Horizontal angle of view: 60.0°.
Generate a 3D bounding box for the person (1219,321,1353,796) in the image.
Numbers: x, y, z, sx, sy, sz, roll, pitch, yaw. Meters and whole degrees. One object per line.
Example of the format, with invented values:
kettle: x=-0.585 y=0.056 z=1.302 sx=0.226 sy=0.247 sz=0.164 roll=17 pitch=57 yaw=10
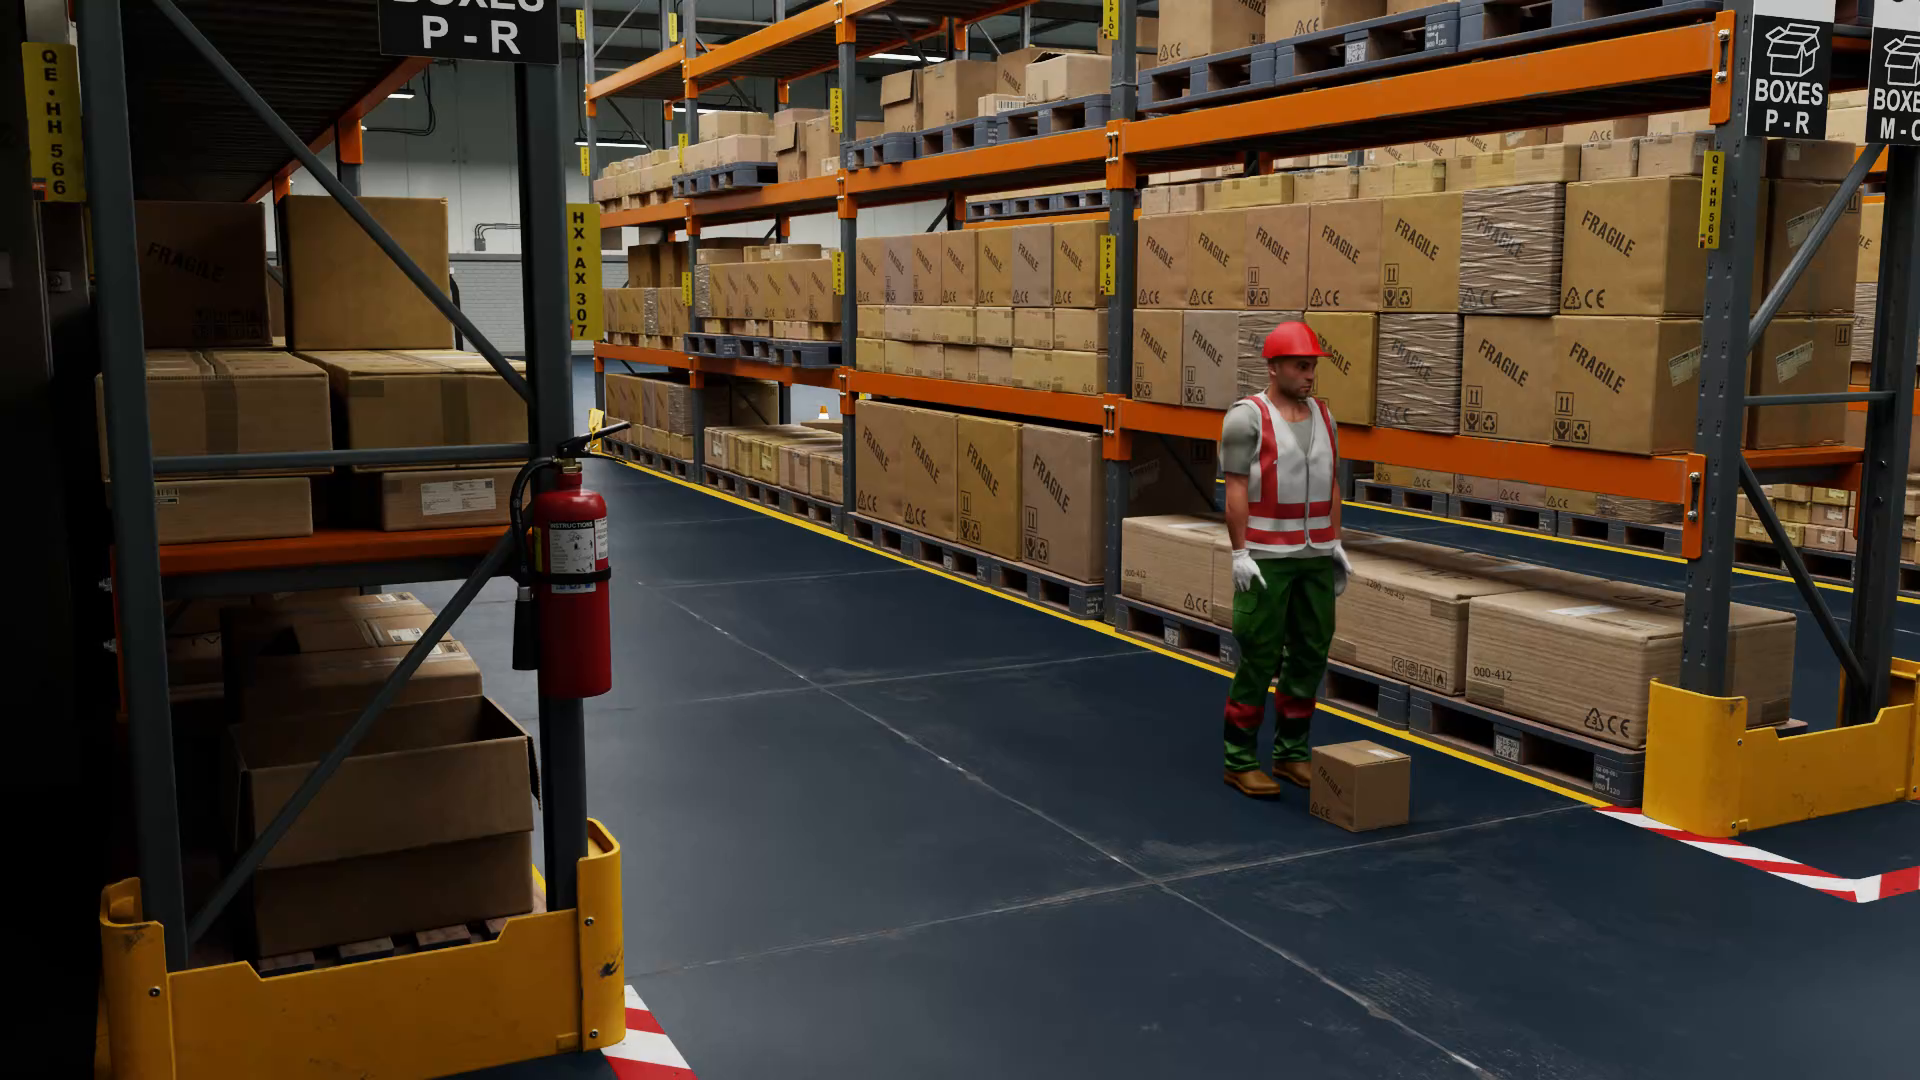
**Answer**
person: x=1.238 y=0.067 z=6.322 sx=0.526 sy=1.781 sz=0.346 roll=-4 pitch=9 yaw=-27
